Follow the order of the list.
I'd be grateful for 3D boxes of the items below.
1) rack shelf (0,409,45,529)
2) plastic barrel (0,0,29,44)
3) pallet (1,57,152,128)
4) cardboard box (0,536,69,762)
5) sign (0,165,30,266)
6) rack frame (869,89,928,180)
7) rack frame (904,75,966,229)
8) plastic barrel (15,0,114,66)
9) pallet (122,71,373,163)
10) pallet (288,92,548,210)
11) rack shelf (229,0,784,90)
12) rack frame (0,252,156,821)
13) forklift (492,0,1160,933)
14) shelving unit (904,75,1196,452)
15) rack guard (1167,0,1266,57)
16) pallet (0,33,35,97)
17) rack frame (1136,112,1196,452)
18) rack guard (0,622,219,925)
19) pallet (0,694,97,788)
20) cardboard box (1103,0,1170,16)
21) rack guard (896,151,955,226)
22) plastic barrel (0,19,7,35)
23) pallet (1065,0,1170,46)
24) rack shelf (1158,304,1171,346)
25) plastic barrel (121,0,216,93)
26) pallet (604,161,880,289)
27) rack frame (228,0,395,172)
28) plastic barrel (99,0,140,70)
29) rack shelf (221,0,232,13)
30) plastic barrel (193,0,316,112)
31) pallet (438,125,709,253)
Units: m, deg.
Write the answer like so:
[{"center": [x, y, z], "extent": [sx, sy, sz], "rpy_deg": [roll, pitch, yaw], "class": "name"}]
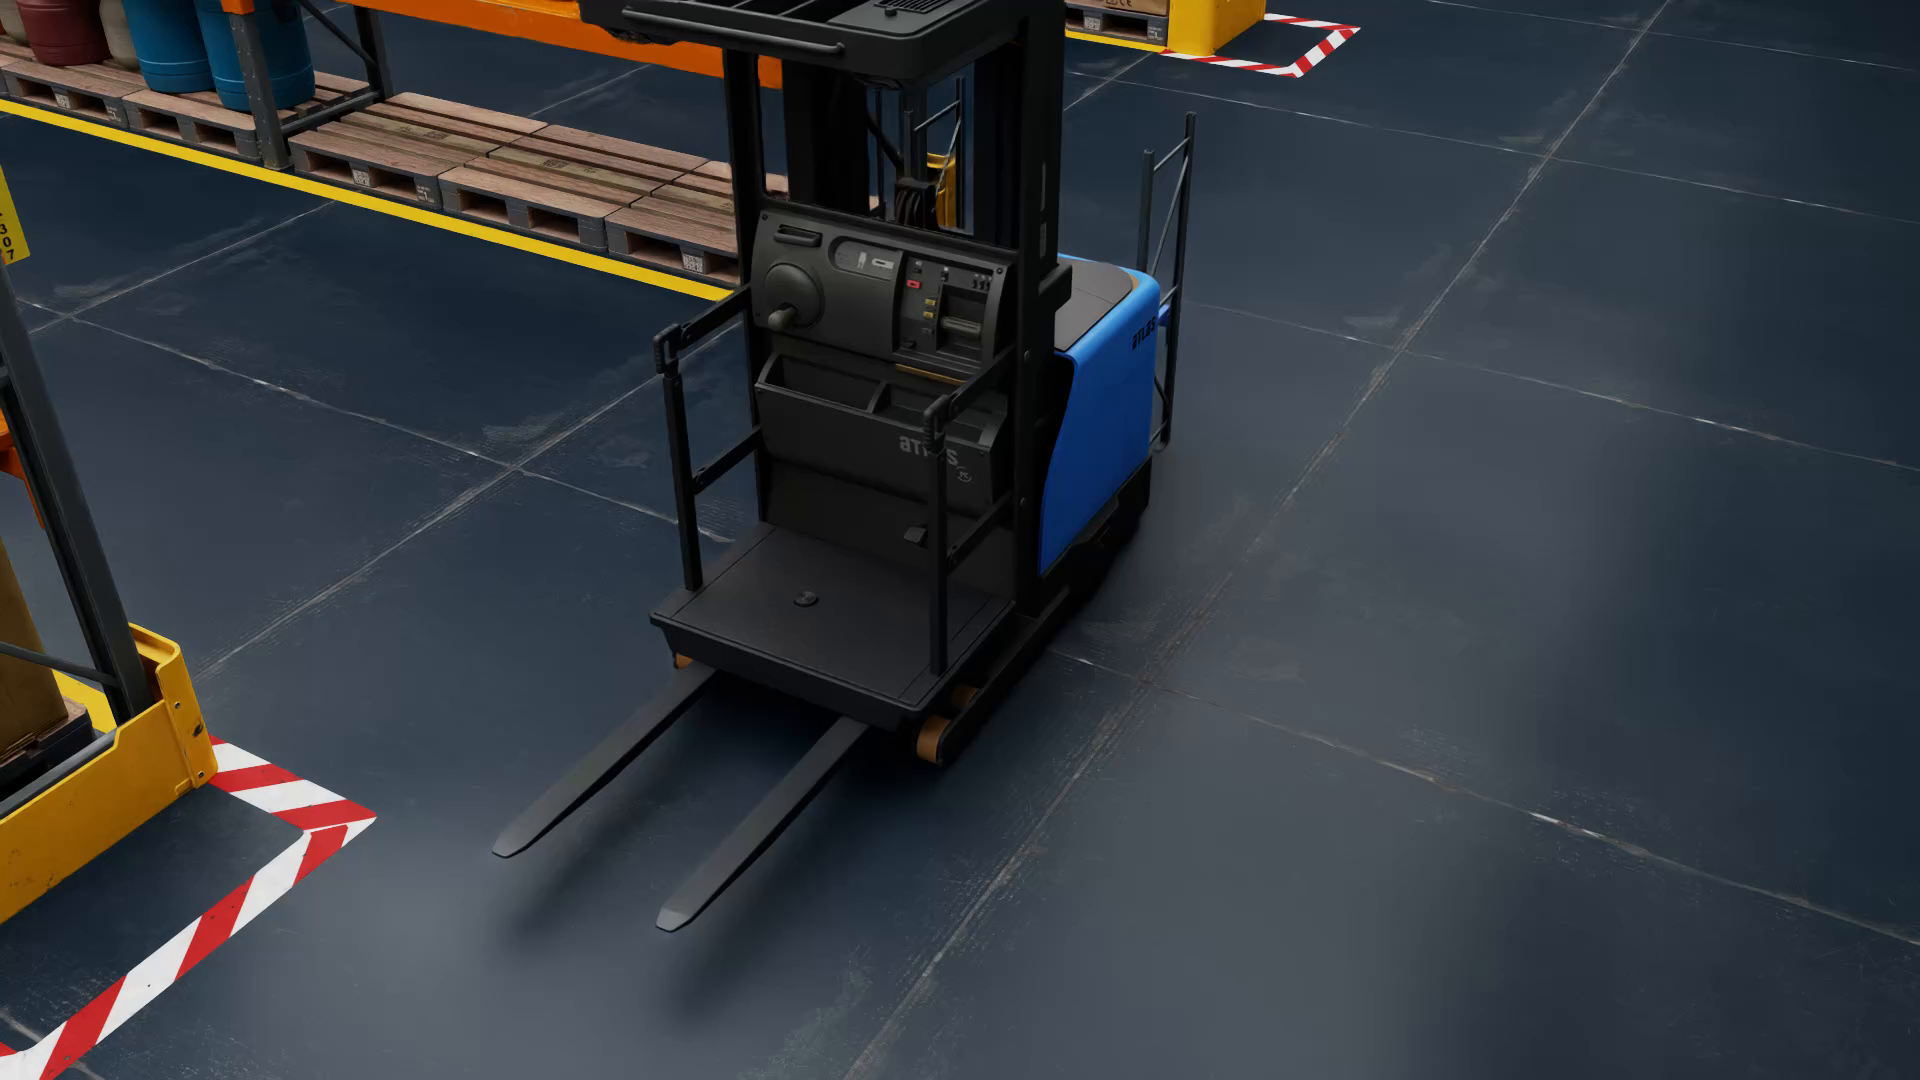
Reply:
[{"center": [-4.665, -0.506, 5.453], "extent": [4.000, 0.370, 1.077], "rpy_deg": [18, 37, 24], "class": "rack shelf"}, {"center": [-6.449, -3.740, 11.526], "extent": [0.421, 0.512, 0.421], "rpy_deg": [0, 34, 0], "class": "plastic barrel"}, {"center": [-5.656, -3.146, 11.284], "extent": [1.213, 0.211, 1.003], "rpy_deg": [18, 37, 24], "class": "pallet"}, {"center": [-3.524, 0.316, 5.107], "extent": [0.875, 0.875, 0.875], "rpy_deg": [18, 37, 24], "class": "cardboard box"}, {"center": [-2.648, -0.914, 4.564], "extent": [0.005, 0.325, 0.100], "rpy_deg": [18, 37, 24], "class": "sign"}, {"center": [-0.471, -2.639, 8.007], "extent": [0.127, 3.000, 1.000], "rpy_deg": [18, 37, 24], "class": "rack frame"}, {"center": [-0.098, -1.200, 7.198], "extent": [0.032, 1.500, 0.500], "rpy_deg": [16, 37, 22], "class": "rack frame"}, {"center": [-6.003, -3.573, 11.207], "extent": [0.708, 0.588, 0.600], "rpy_deg": [18, 37, 24], "class": "plastic barrel"}, {"center": [-4.593, -2.811, 10.781], "extent": [1.213, 0.211, 1.003], "rpy_deg": [18, 37, 24], "class": "pallet"}, {"center": [-3.286, -2.395, 10.156], "extent": [1.213, 0.211, 1.003], "rpy_deg": [18, 37, 24], "class": "pallet"}, {"center": [-2.207, -2.890, 9.032], "extent": [4.000, 0.370, 1.077], "rpy_deg": [18, 37, 24], "class": "rack shelf"}, {"center": [-2.928, -0.256, 4.428], "extent": [0.127, 3.000, 1.000], "rpy_deg": [18, 37, 24], "class": "rack frame"}, {"center": [-0.375, -0.751, 5.234], "extent": [1.130, 2.935, 3.031], "rpy_deg": [17, 37, 24], "class": "forklift"}, {"center": [0.357, -1.074, 7.009], "extent": [1.048, 1.500, 0.538], "rpy_deg": [16, 37, 22], "class": "shelving unit"}, {"center": [1.924, -4.002, 12.309], "extent": [0.348, 0.500, 1.175], "rpy_deg": [18, 37, 24], "class": "rack guard"}, {"center": [-6.711, -3.482, 11.788], "extent": [1.213, 0.211, 1.003], "rpy_deg": [18, 37, 24], "class": "pallet"}, {"center": [0.811, -0.948, 6.820], "extent": [0.032, 1.500, 0.500], "rpy_deg": [16, 37, 22], "class": "rack frame"}, {"center": [-2.908, 0.791, 5.111], "extent": [0.348, 0.500, 1.175], "rpy_deg": [18, 37, 24], "class": "rack guard"}, {"center": [-3.662, 0.723, 5.474], "extent": [1.213, 0.211, 1.003], "rpy_deg": [18, 37, 24], "class": "pallet"}, {"center": [1.396, -4.196, 12.202], "extent": [0.500, 0.500, 0.500], "rpy_deg": [18, 37, 24], "class": "cardboard box"}, {"center": [-0.444, -1.598, 8.699], "extent": [0.348, 0.500, 1.175], "rpy_deg": [18, 37, 24], "class": "rack guard"}, {"center": [-6.983, -3.984, 11.606], "extent": [0.708, 0.830, 0.600], "rpy_deg": [18, 37, 24], "class": "plastic barrel"}, {"center": [1.231, -4.101, 12.718], "extent": [1.213, 0.211, 1.003], "rpy_deg": [18, 37, 24], "class": "pallet"}, {"center": [0.357, -0.924, 7.109], "extent": [1.000, 0.185, 0.538], "rpy_deg": [16, 37, 22], "class": "rack shelf"}, {"center": [-5.022, -3.393, 10.654], "extent": [0.708, 0.901, 0.600], "rpy_deg": [18, 37, 24], "class": "plastic barrel"}, {"center": [-1.168, -1.724, 9.149], "extent": [1.213, 0.211, 1.003], "rpy_deg": [18, 37, 24], "class": "pallet"}, {"center": [-3.944, -3.739, 9.659], "extent": [0.127, 3.000, 1.000], "rpy_deg": [18, 37, 24], "class": "rack frame"}, {"center": [-5.468, -3.429, 11.059], "extent": [0.421, 0.512, 0.421], "rpy_deg": [0, 34, 0], "class": "plastic barrel"}, {"center": [-5.680, -3.990, 10.684], "extent": [4.000, 0.370, 1.077], "rpy_deg": [18, 37, 24], "class": "rack shelf"}, {"center": [-4.408, -3.198, 10.361], "extent": [0.708, 0.901, 0.600], "rpy_deg": [18, 37, 24], "class": "plastic barrel"}, {"center": [-2.223, -2.060, 9.653], "extent": [1.213, 0.211, 1.003], "rpy_deg": [18, 37, 24], "class": "pallet"}]
